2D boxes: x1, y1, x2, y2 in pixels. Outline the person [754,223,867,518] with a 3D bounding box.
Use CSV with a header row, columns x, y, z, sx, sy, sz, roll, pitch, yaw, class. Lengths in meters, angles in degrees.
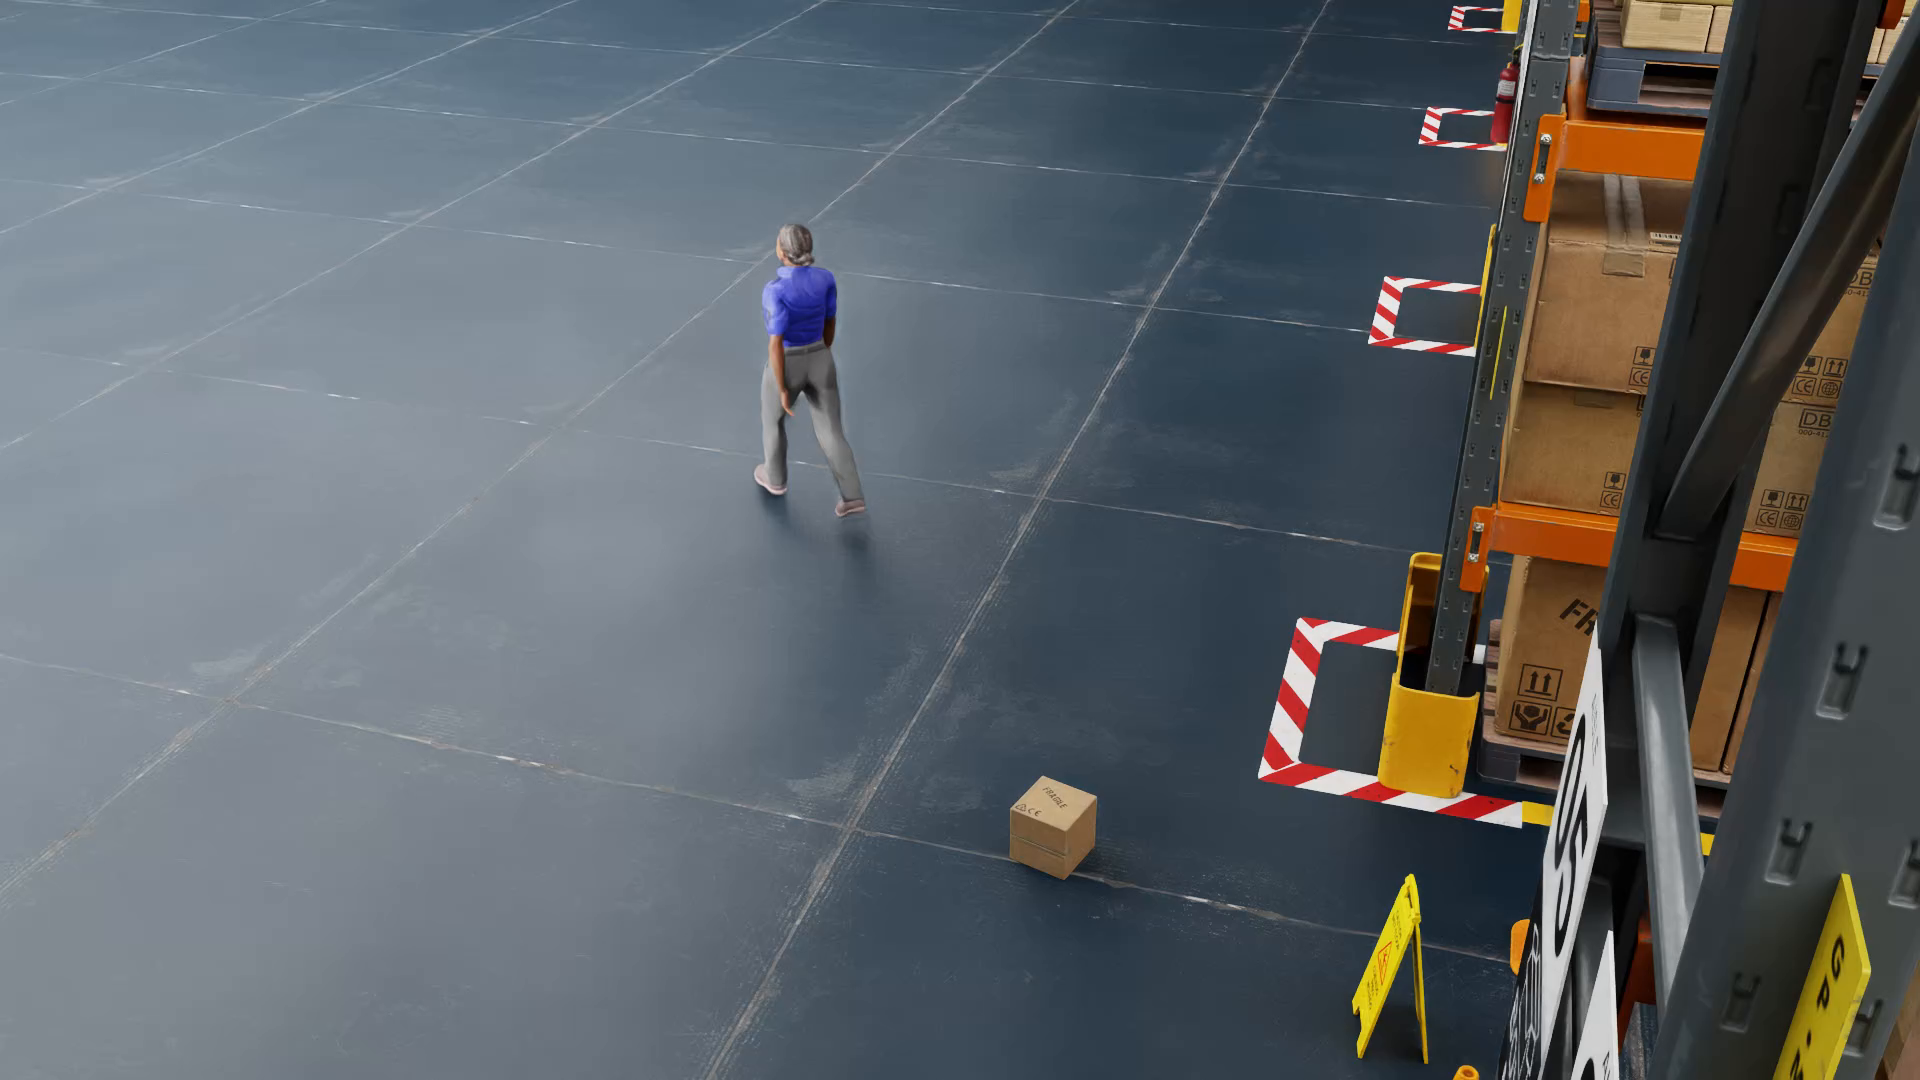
x,y,z,sx,sy,sz,roll,pitch,yaw,class
-0.819,-0.888,8.696,0.441,1.603,0.968,-15,33,-25,person
